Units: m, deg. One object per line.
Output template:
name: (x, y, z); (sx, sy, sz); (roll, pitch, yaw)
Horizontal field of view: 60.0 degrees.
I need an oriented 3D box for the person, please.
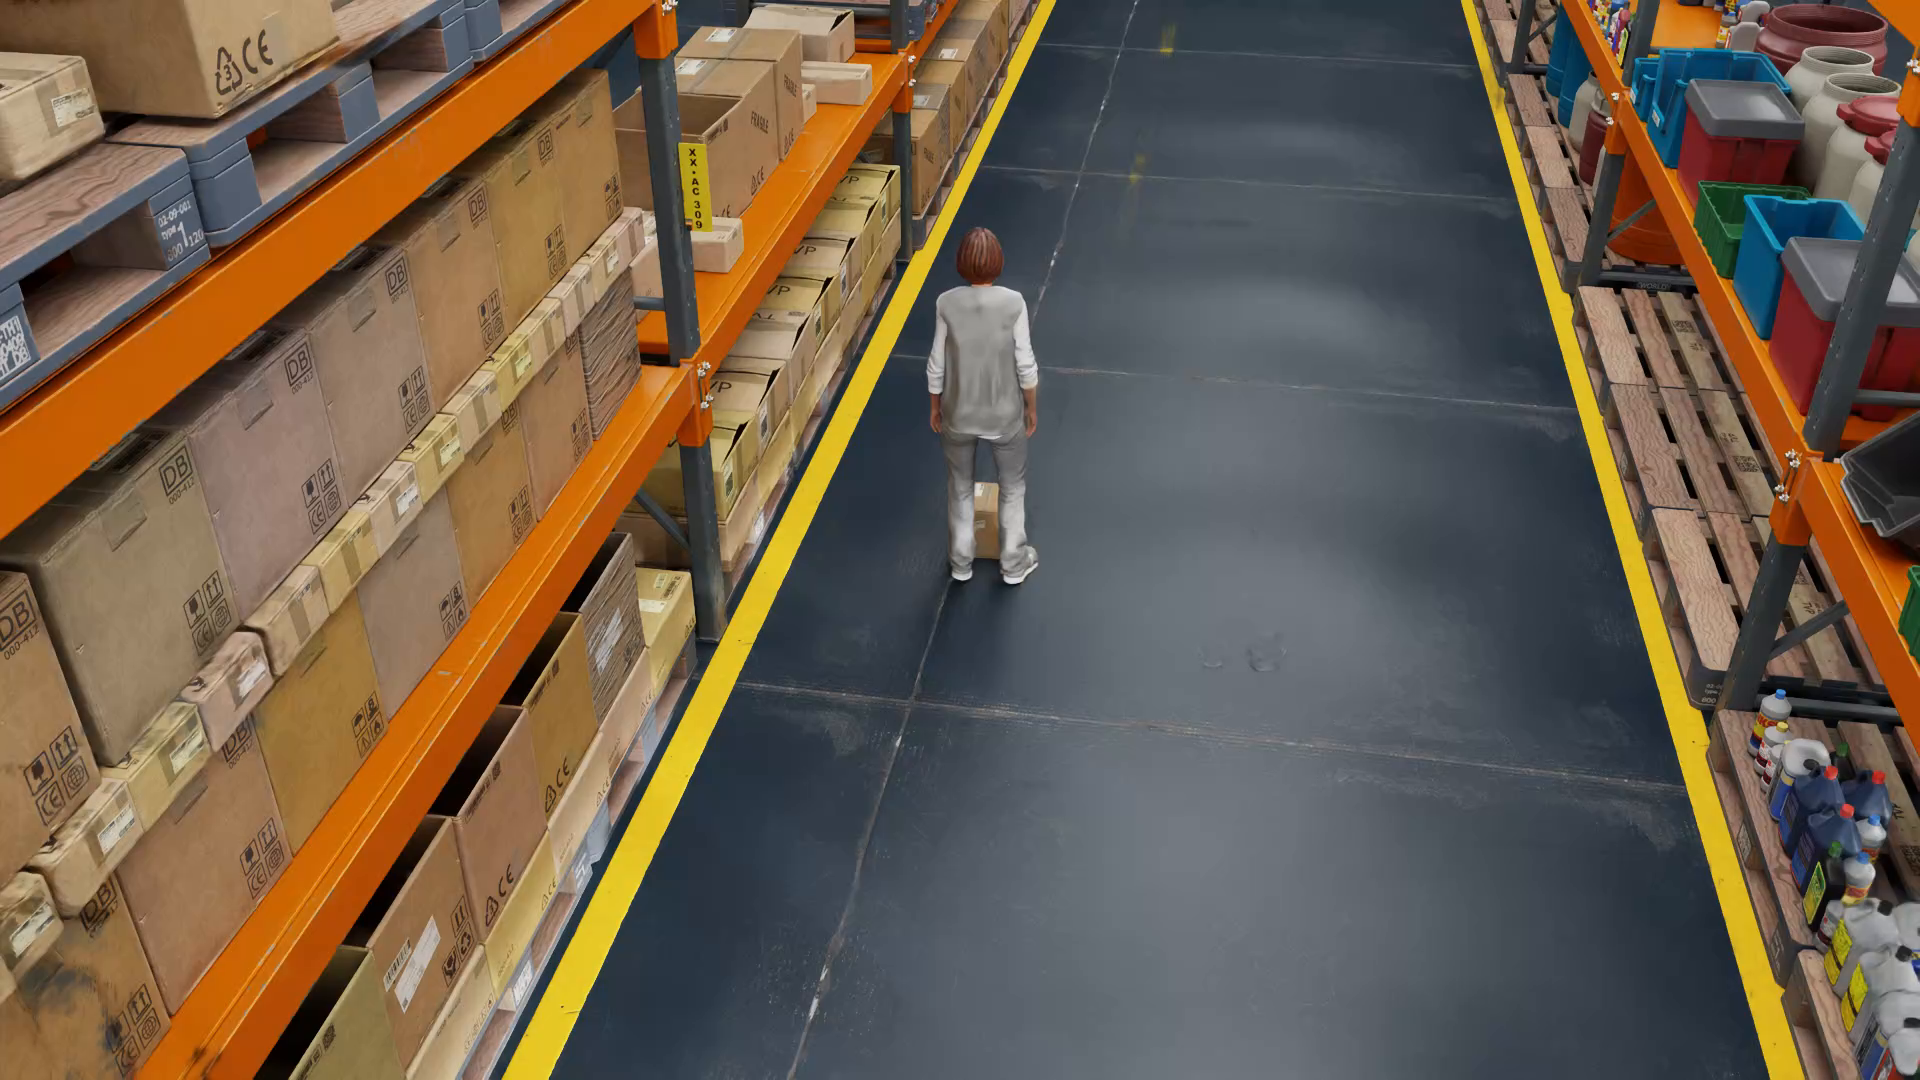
person: (0.099, -0.528, 6.966); (0.482, 1.593, 0.343); (4, 33, 6)
